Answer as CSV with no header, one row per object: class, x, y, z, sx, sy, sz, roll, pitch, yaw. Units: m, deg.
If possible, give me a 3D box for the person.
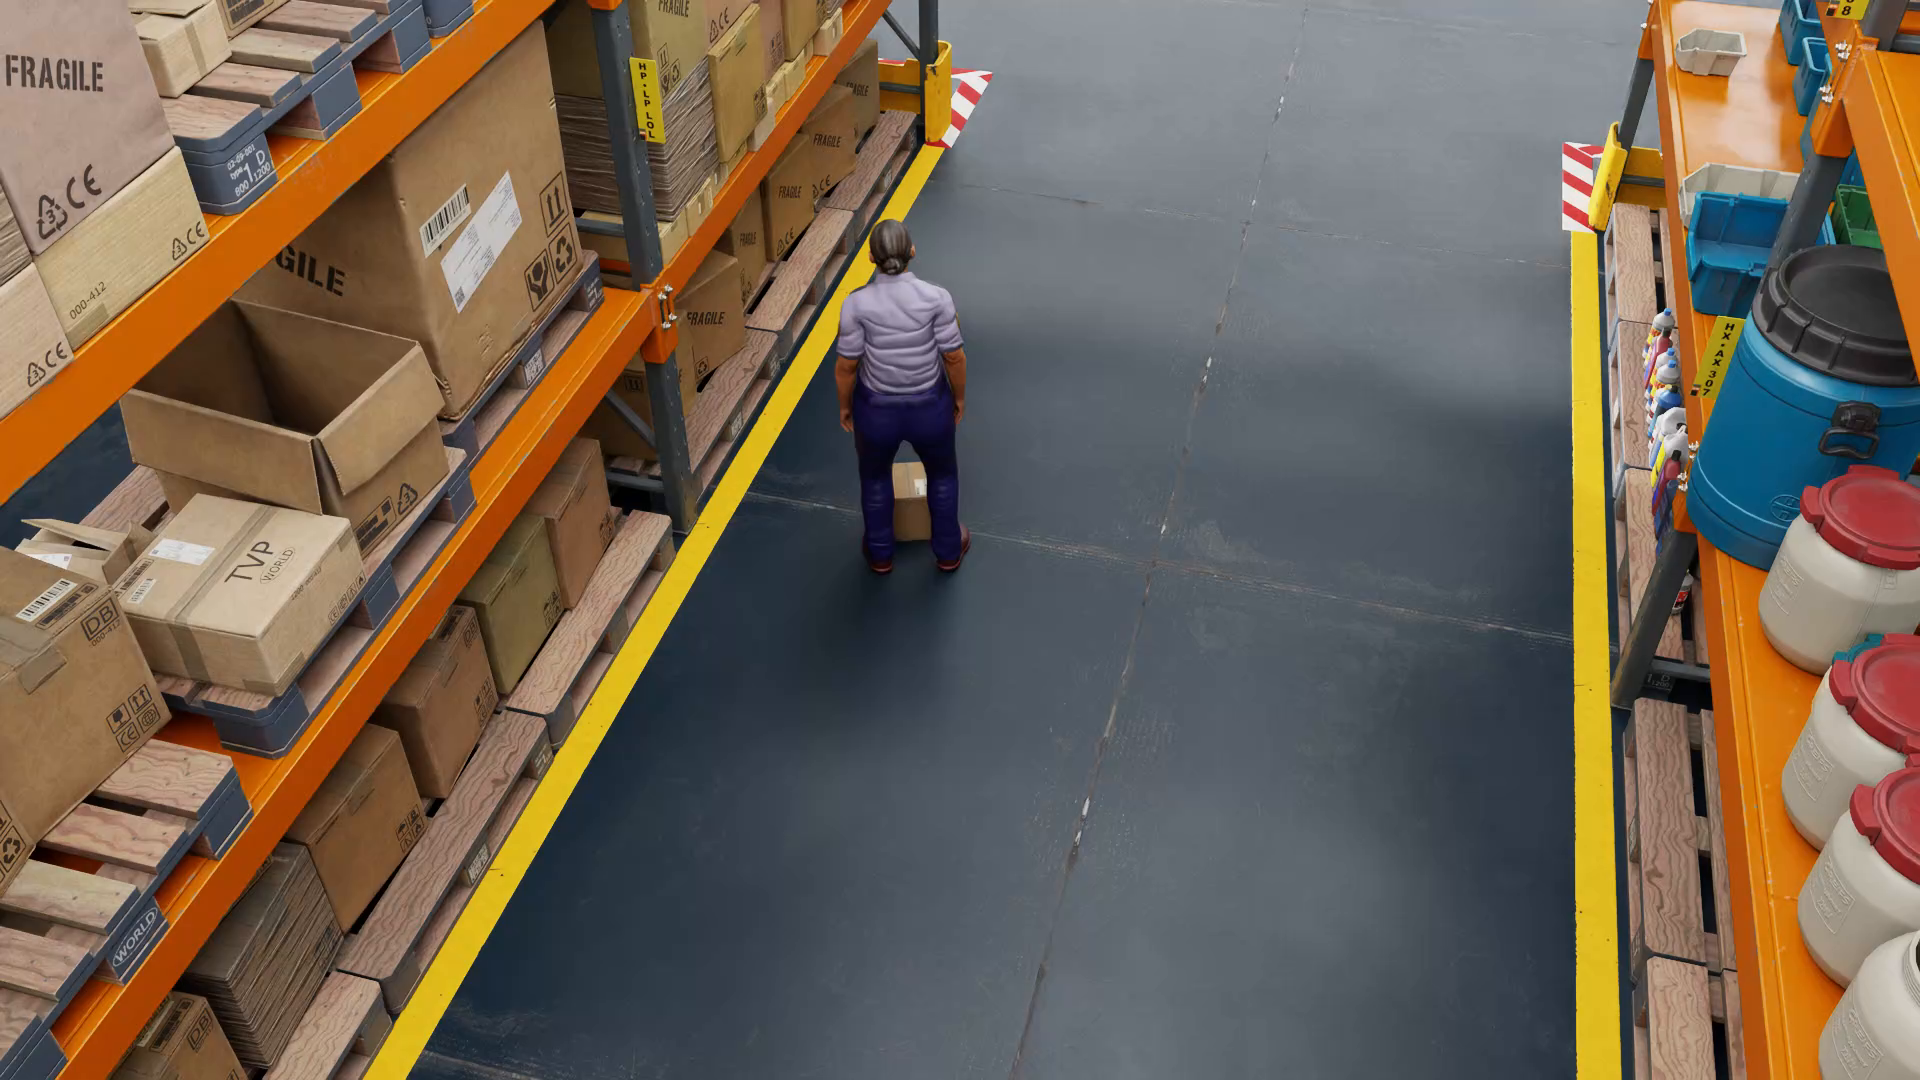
person,-0.223,-0.543,6.784,0.557,1.651,0.375,-3,41,-3
